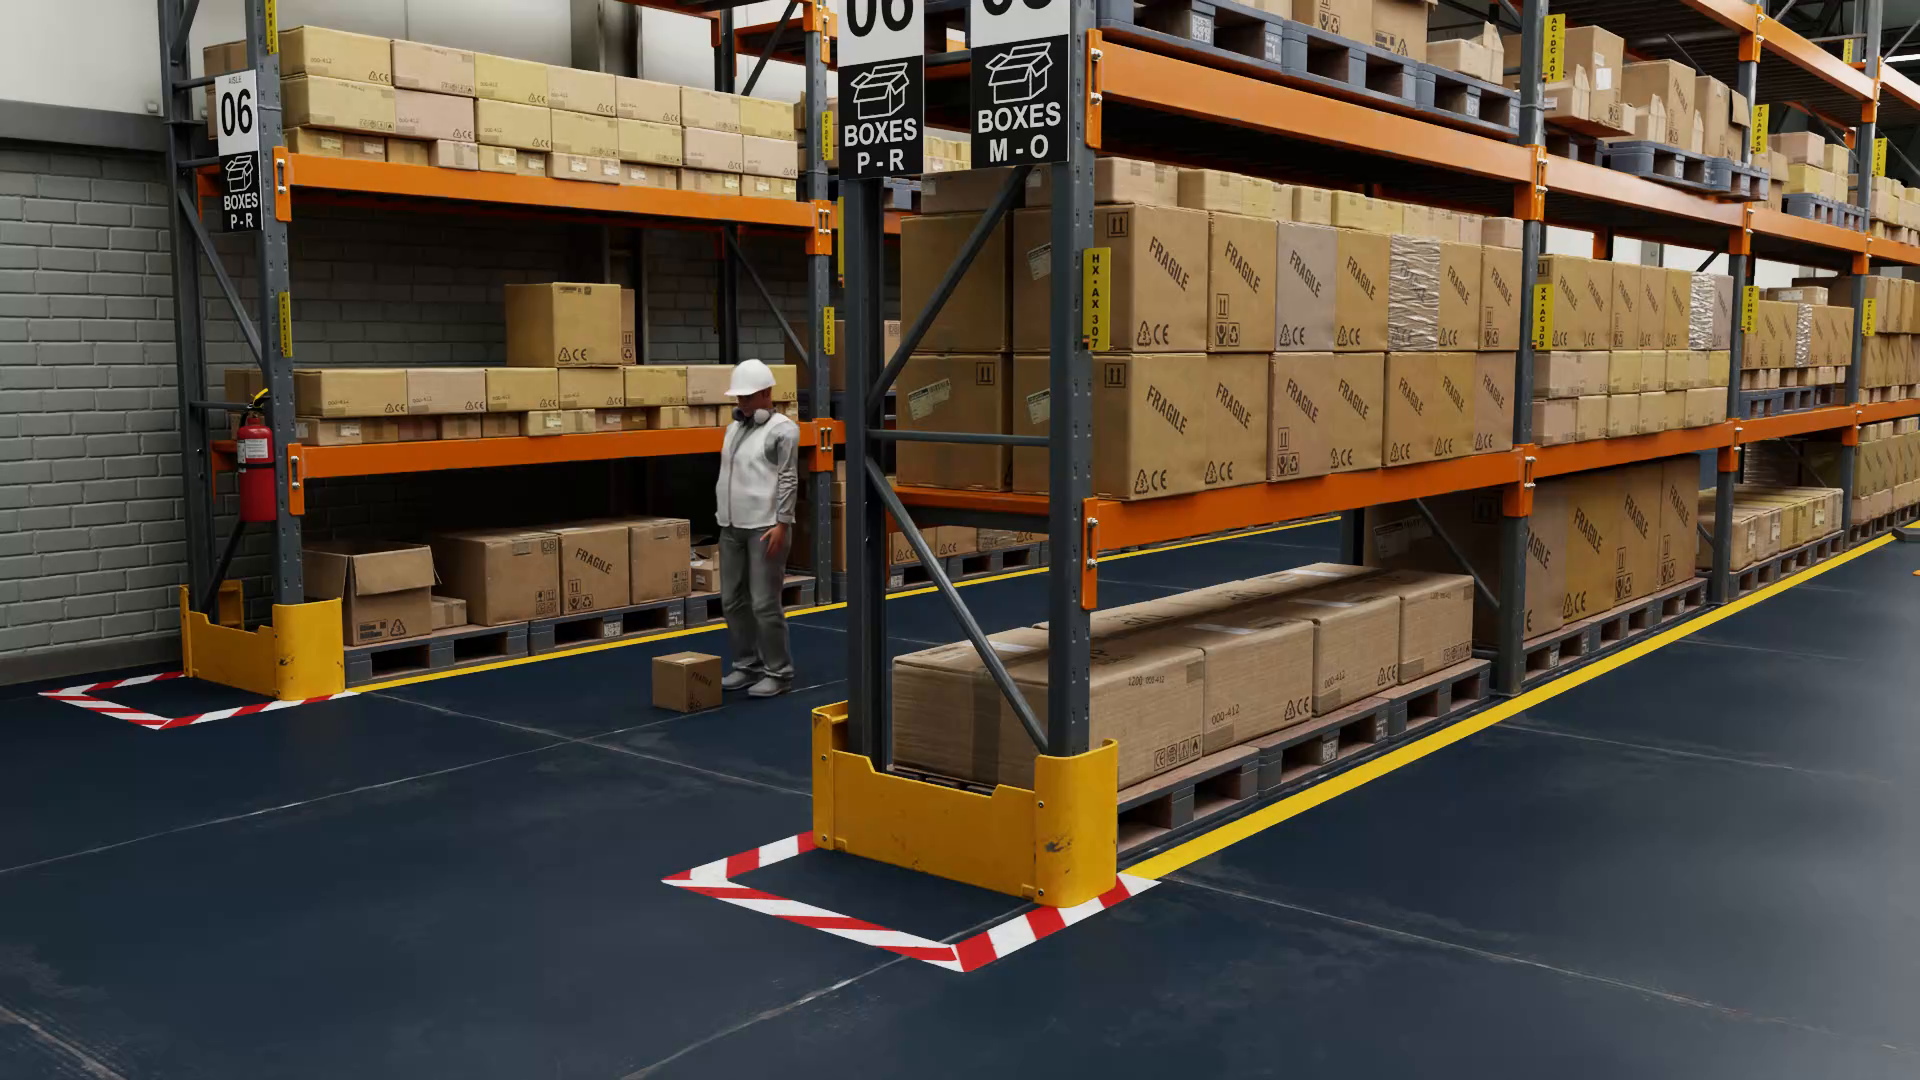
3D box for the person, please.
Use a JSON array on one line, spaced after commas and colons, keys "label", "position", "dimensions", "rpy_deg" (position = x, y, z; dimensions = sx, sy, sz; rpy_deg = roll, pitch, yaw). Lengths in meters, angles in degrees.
[{"label": "person", "position": [-1.068, -0.067, 8.758], "dimensions": [0.535, 1.762, 0.360], "rpy_deg": [5, 9, 40]}]
